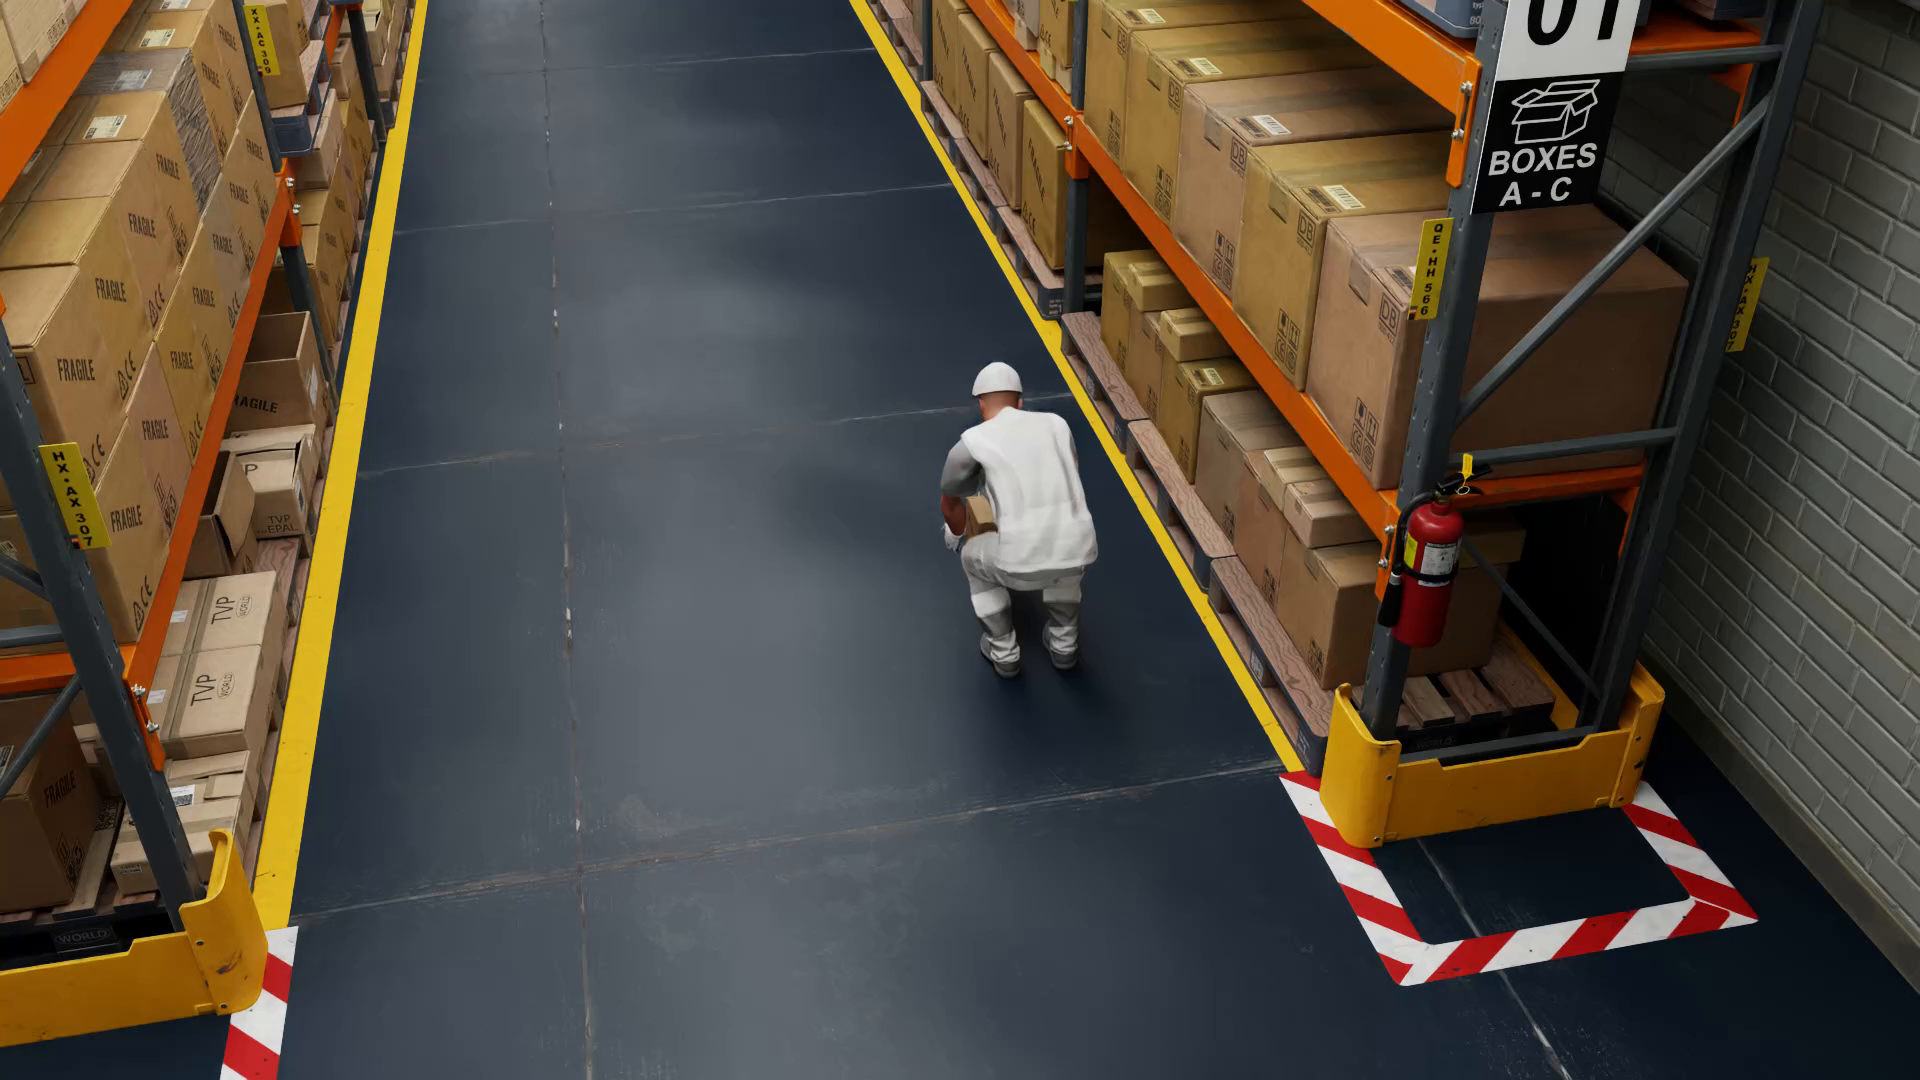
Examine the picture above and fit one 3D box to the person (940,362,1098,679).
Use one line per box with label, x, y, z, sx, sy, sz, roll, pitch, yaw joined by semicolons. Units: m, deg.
person;0.233;-0.051;6.737;0.586;1.186;0.845;-7;35;-11
